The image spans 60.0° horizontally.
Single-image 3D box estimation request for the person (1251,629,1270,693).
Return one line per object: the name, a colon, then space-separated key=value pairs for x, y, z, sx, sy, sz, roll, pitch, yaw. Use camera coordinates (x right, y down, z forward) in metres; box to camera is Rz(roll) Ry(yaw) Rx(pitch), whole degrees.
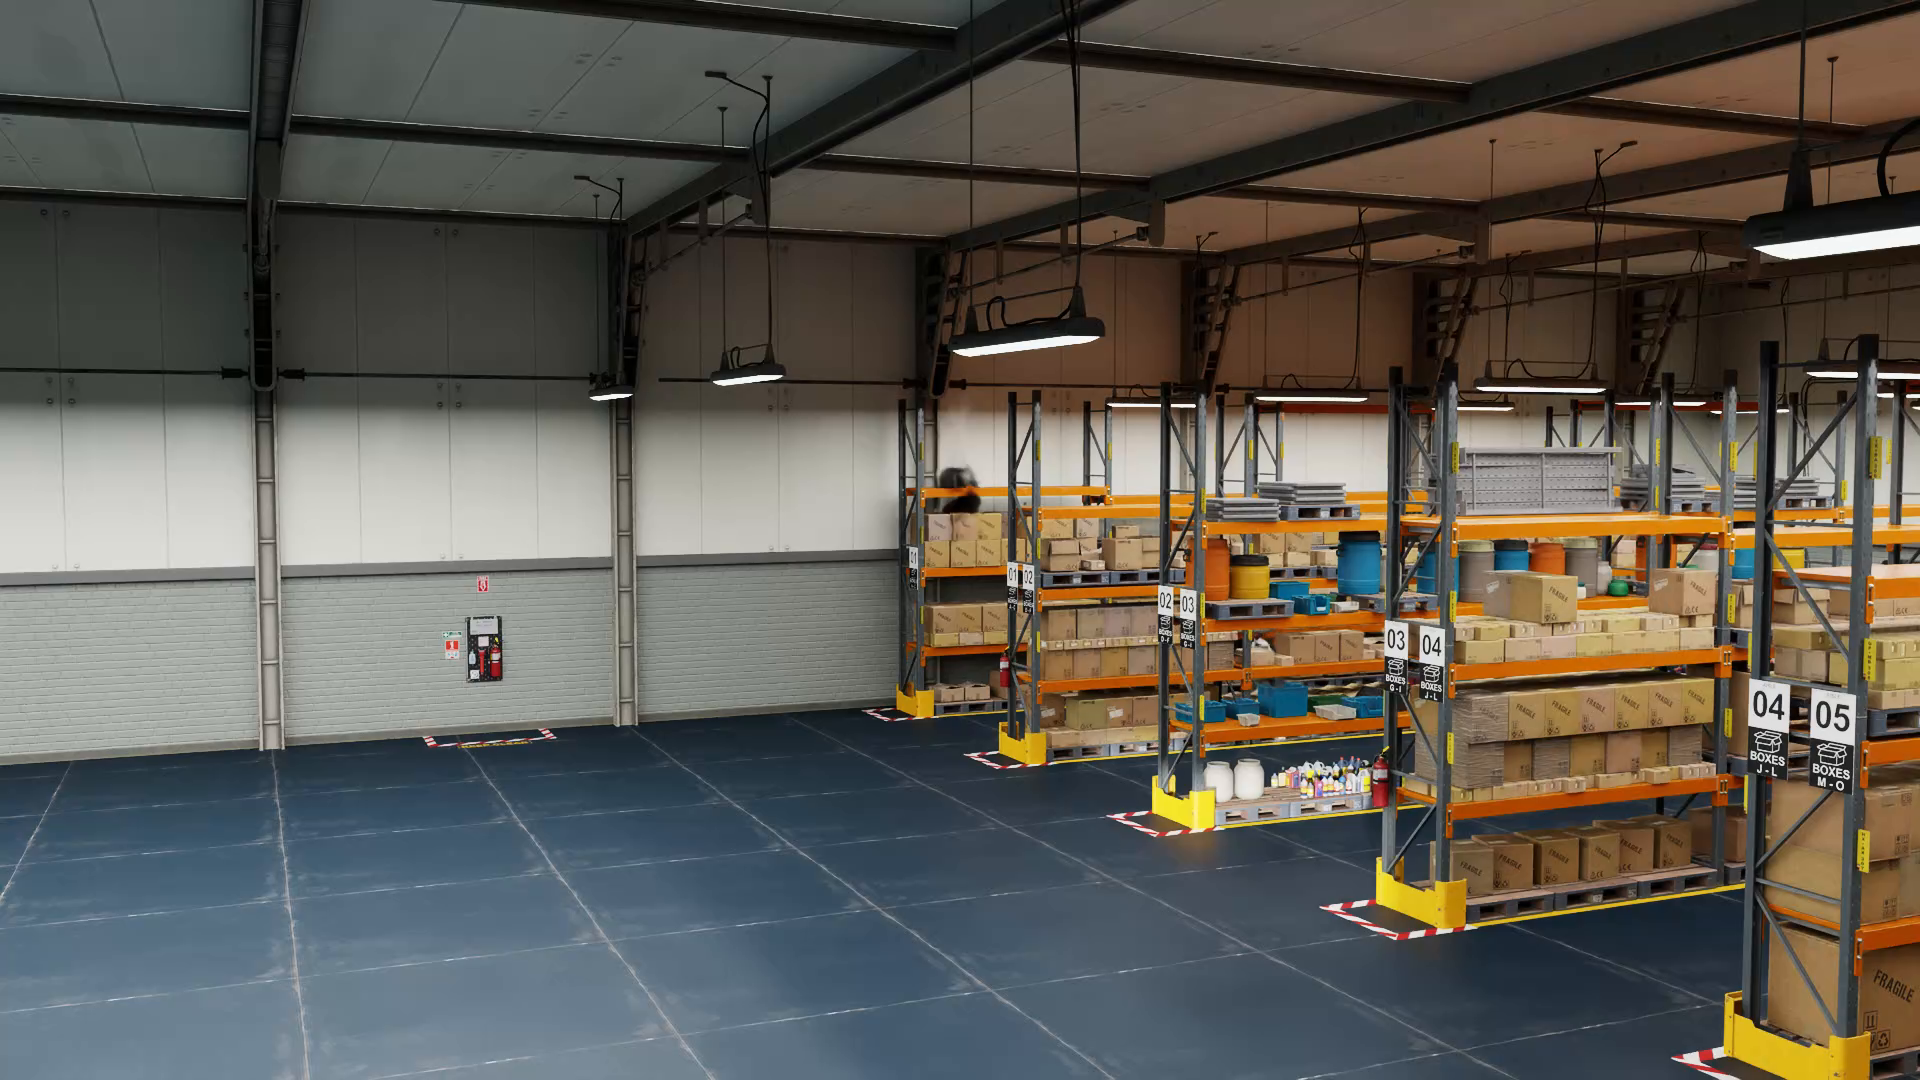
person: x=5.769 y=2.461 z=32.070 sx=0.608 sy=1.638 sz=0.619 roll=-2 pitch=4 yaw=-29
